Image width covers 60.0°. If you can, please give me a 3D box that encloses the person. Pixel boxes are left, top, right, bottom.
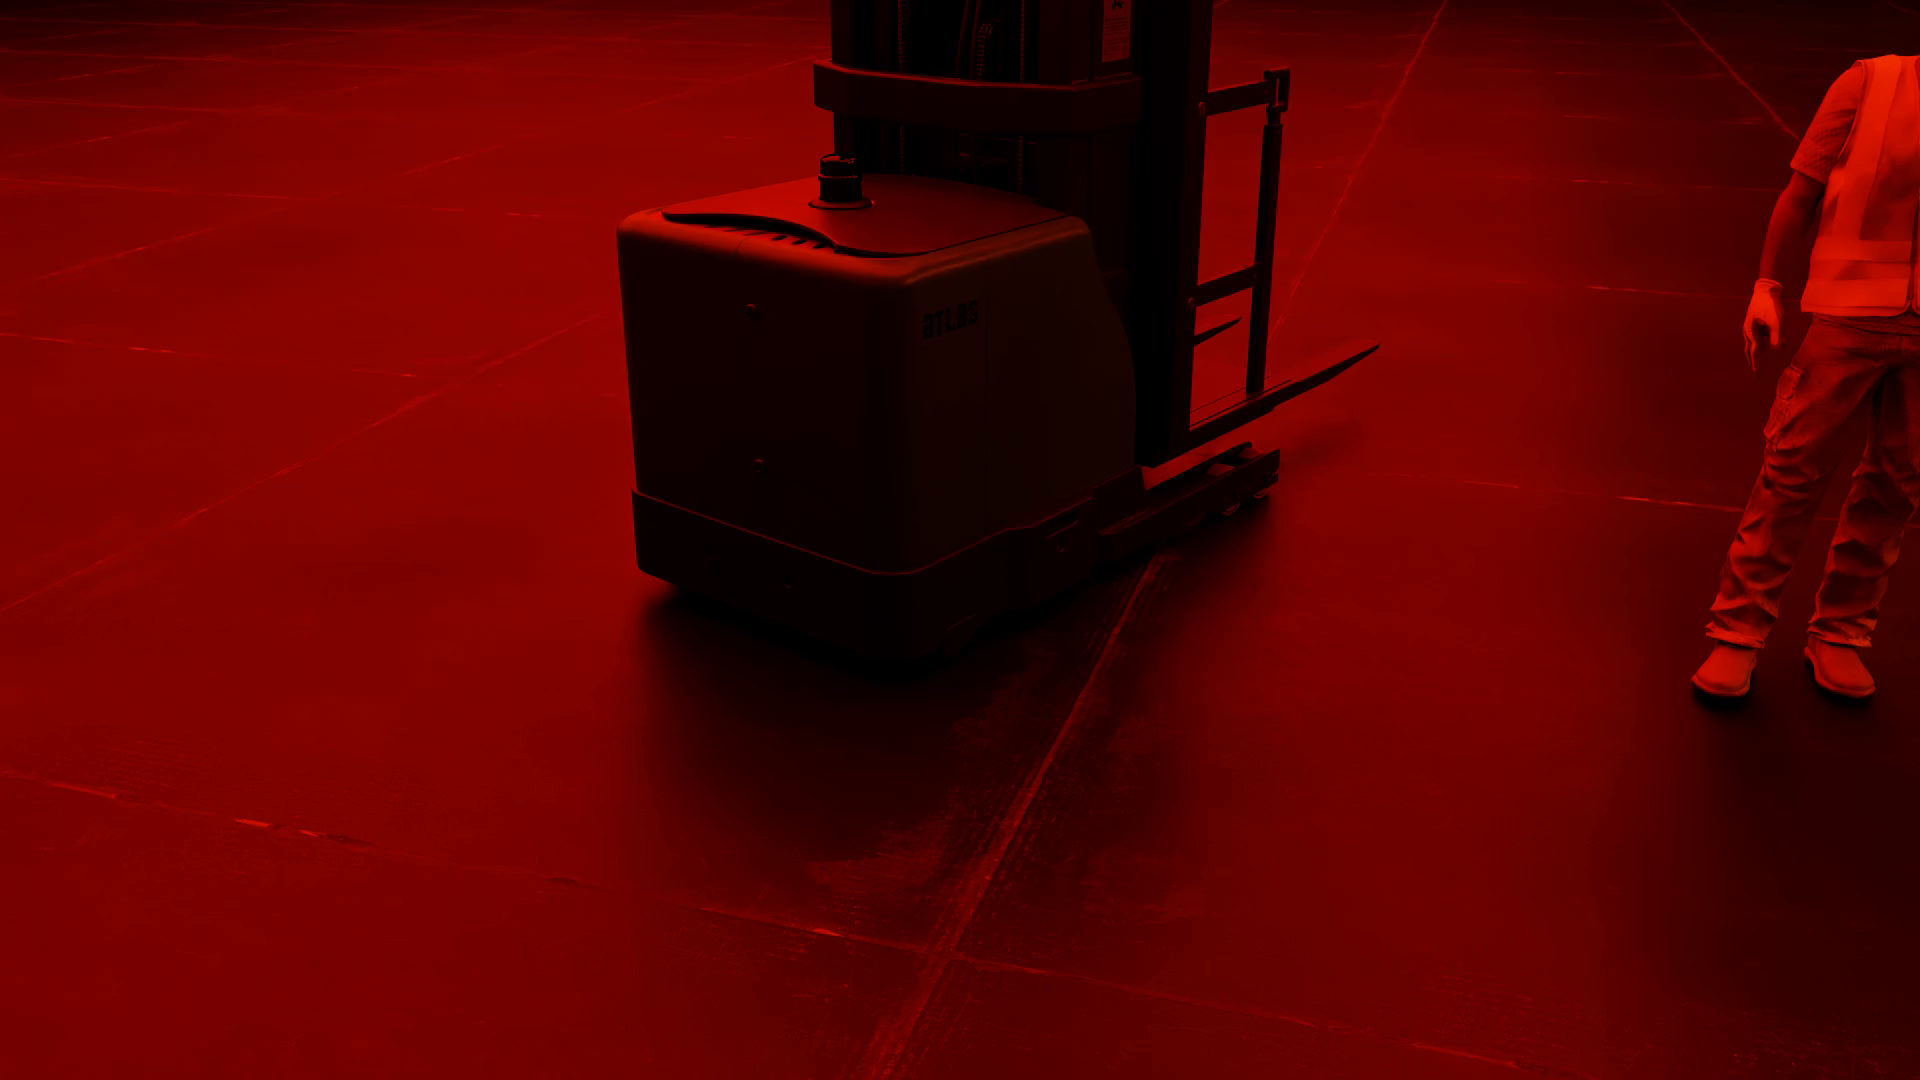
[{"bbox_3d":[2.210,-0.478,3.922,0.656,1.785,0.576,8,24,19],"label":"person"}]

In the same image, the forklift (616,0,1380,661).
[{"bbox_3d":[0.395,-1.539,5.008,1.130,2.935,3.031,17,28,36],"label":"forklift"}]
